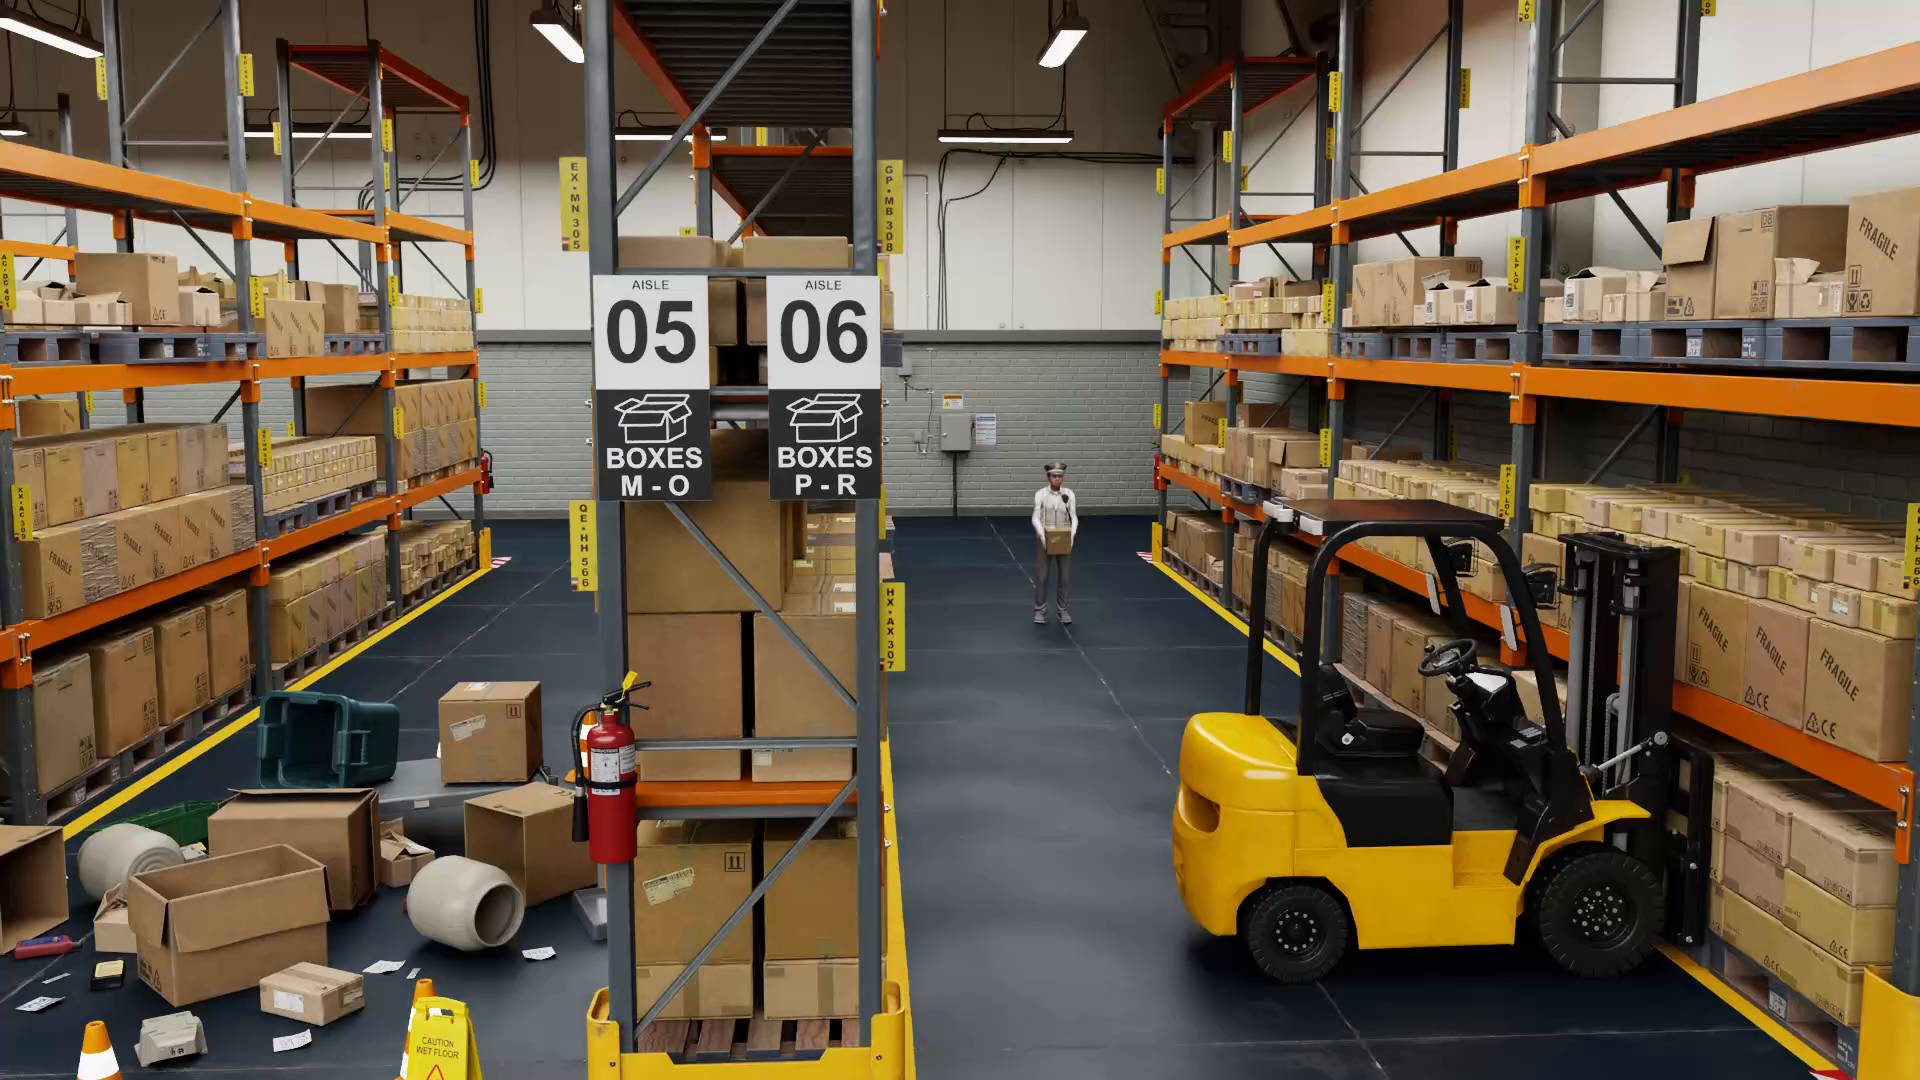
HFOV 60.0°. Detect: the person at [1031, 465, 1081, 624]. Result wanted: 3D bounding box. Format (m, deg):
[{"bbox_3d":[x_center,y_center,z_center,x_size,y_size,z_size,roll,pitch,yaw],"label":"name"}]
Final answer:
[{"bbox_3d":[1.006,0.036,17.444,0.536,1.663,0.378,-1,7,-5],"label":"person"}]
